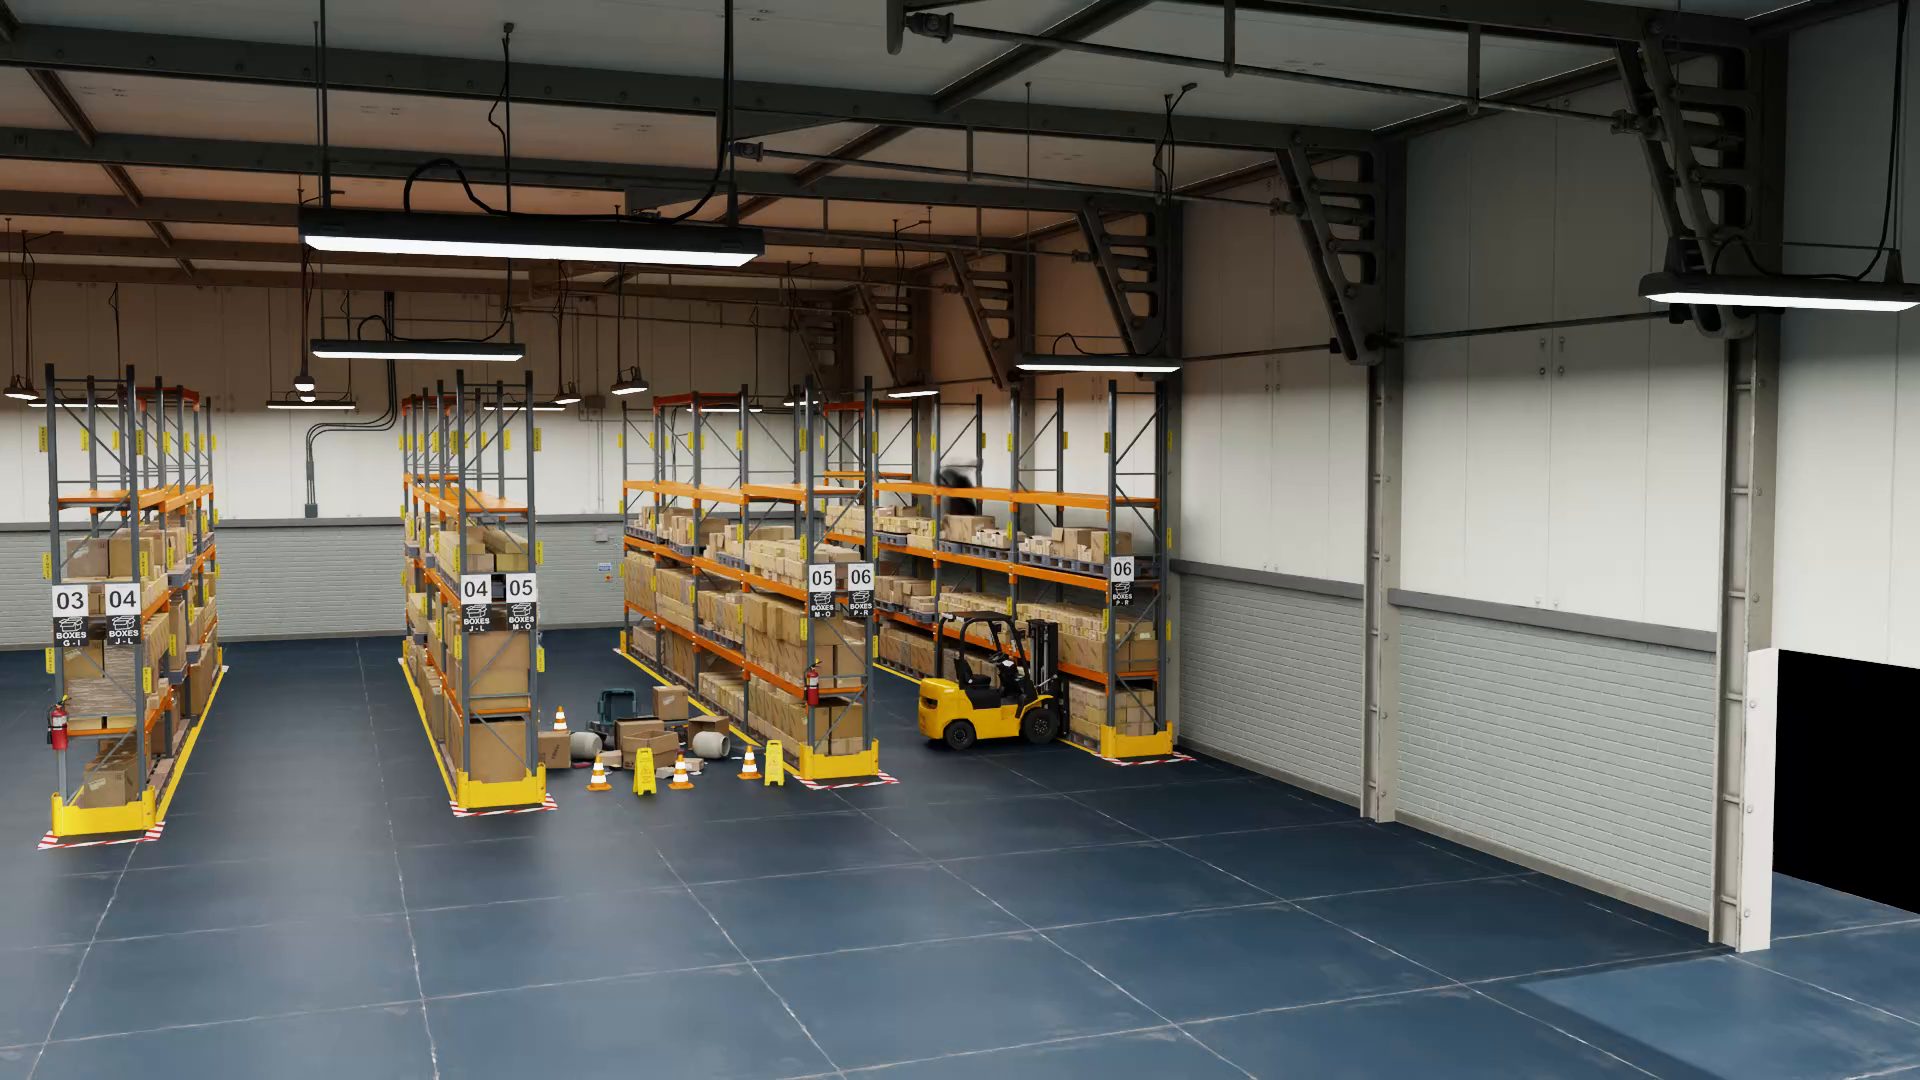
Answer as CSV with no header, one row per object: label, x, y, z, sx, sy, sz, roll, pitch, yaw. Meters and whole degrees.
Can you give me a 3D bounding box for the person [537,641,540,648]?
person,-10.518,1.919,39.955,0.808,1.640,0.703,-2,4,-26
